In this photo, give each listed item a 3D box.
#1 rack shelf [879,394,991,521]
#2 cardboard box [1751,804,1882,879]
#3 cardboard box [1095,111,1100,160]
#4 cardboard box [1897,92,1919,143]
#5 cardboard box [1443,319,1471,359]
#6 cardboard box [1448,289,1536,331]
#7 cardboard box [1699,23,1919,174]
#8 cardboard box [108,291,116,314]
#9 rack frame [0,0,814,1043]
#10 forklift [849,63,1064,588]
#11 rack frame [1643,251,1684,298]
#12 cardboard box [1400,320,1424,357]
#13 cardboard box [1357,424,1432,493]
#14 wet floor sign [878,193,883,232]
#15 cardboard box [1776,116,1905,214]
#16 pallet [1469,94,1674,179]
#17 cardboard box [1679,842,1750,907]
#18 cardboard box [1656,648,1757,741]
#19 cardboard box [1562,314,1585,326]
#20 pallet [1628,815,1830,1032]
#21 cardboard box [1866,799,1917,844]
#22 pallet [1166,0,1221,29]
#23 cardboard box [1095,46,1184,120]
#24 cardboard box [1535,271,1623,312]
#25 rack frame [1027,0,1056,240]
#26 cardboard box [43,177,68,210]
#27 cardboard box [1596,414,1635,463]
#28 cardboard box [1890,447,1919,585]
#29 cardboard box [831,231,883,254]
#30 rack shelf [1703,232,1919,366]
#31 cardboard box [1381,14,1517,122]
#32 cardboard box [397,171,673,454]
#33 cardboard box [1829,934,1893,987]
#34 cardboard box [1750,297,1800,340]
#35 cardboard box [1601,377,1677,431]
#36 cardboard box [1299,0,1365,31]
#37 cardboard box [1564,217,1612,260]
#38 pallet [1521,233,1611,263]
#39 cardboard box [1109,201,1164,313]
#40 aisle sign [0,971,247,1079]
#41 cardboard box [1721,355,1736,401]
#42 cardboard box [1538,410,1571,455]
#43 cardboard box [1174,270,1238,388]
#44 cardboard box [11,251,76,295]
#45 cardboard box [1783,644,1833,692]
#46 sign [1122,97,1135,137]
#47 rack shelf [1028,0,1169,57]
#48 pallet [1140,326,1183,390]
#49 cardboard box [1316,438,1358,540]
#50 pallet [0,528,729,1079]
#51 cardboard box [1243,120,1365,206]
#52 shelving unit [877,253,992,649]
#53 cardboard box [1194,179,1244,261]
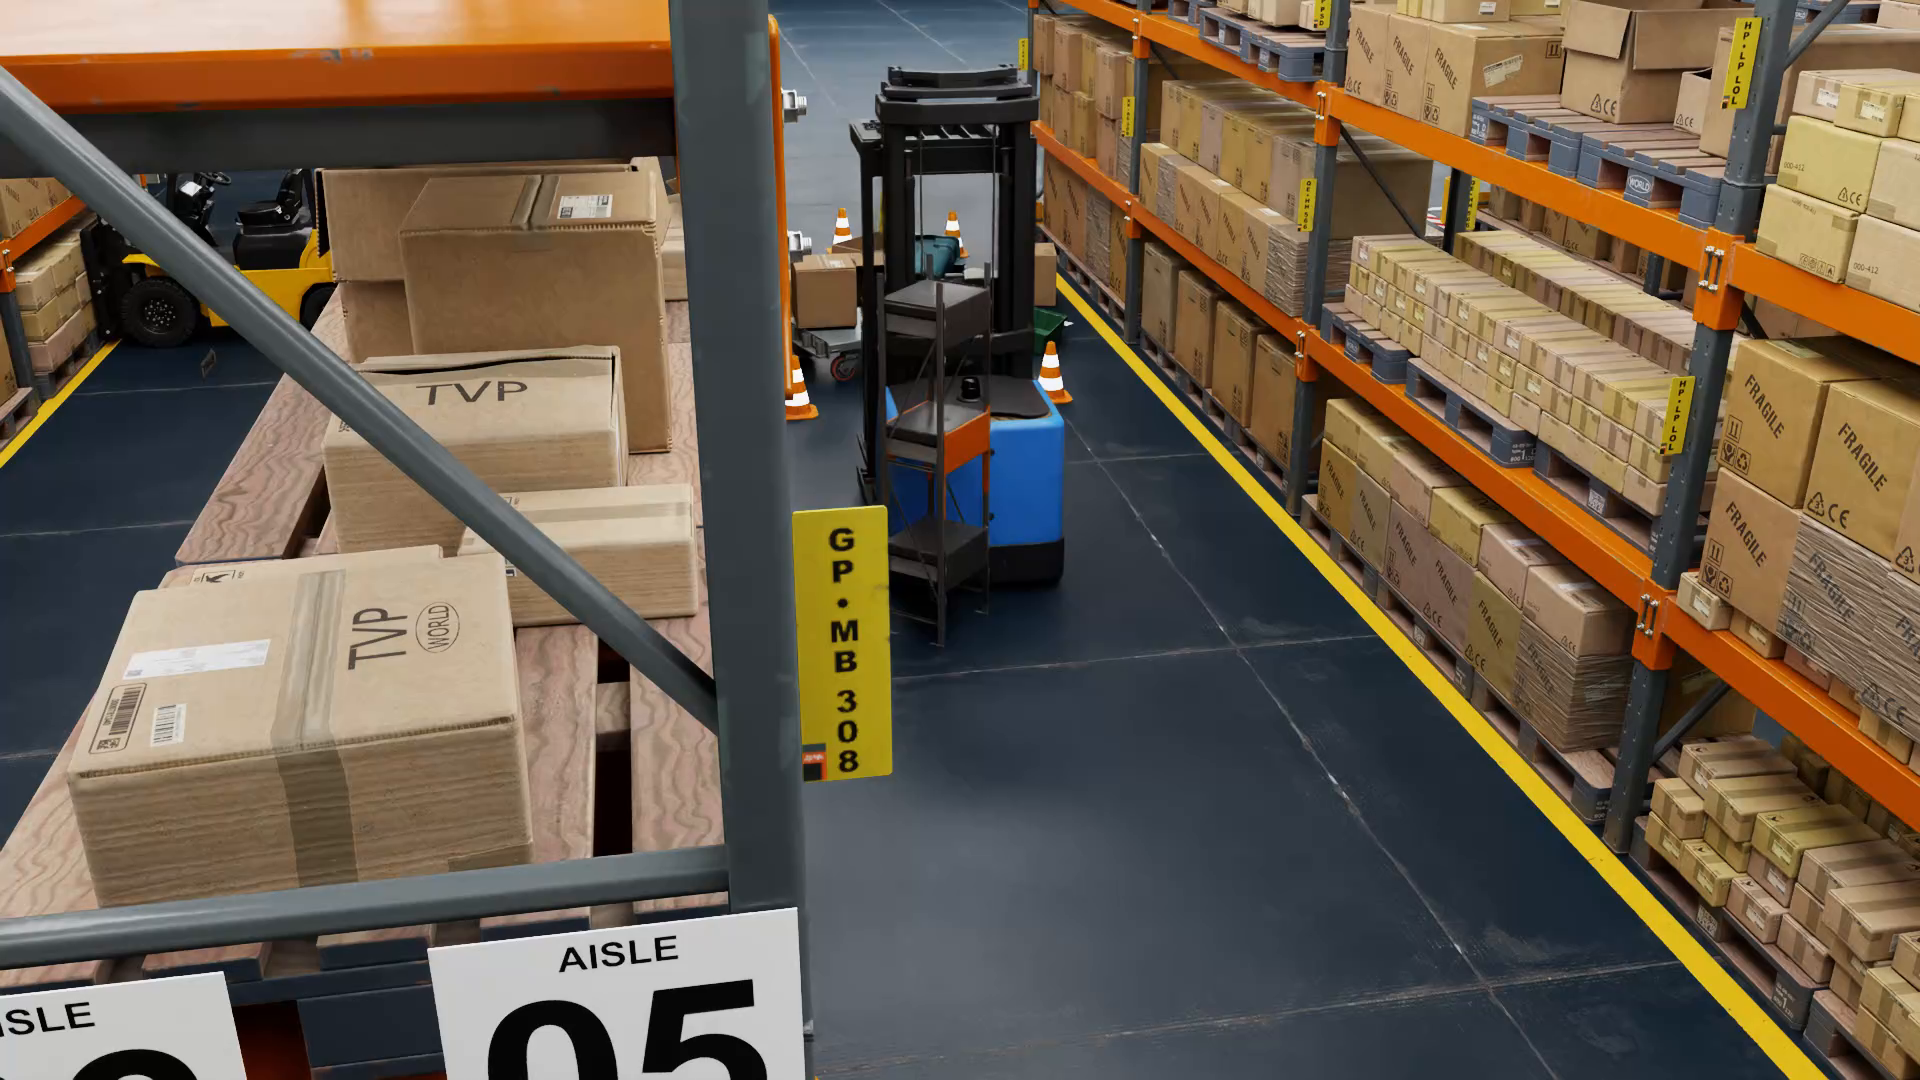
[{"bbox_3d":[-0.134,-0.465,9.226,0.431,0.518,0.480,14,27,28],"label":"rack shelf"},{"bbox_3d":[3.382,1.188,6.575,0.380,0.149,0.250,-5,24,-10],"label":"cardboard box"},{"bbox_3d":[1.767,-3.808,15.533,0.875,0.550,0.550,-4,24,-10],"label":"cardboard box"},{"bbox_3d":[3.370,-1.394,5.510,0.380,0.149,0.250,-5,24,-10],"label":"cardboard box"},{"bbox_3d":[2.826,-1.088,8.911,0.380,0.149,0.250,-5,24,-10],"label":"cardboard box"},{"bbox_3d":[2.834,-1.223,8.848,0.380,0.149,0.250,-4,24,-8],"label":"cardboard box"},{"bbox_3d":[3.472,-1.782,6.686,0.700,0.500,0.500,-4,24,-10],"label":"cardboard box"},{"bbox_3d":[-7.826,-2.132,14.794,0.500,0.250,0.500,-4,24,-8],"label":"cardboard box"},{"bbox_3d":[-0.672,-0.782,1.297,1.000,3.000,0.127,-4,24,-10],"label":"rack frame"},{"bbox_3d":[-0.110,-1.615,10.786,1.130,2.935,3.031,-4,24,-8],"label":"forklift"},{"bbox_3d":[6.848,-3.486,14.985,1.000,3.000,0.127,-4,24,-10],"label":"rack frame"},{"bbox_3d":[2.730,-1.154,9.435,0.380,0.149,0.250,-3,24,-7],"label":"cardboard box"},{"bbox_3d":[2.678,-0.488,9.780,0.500,0.250,0.500,-5,24,-10],"label":"cardboard box"},{"bbox_3d":[-0.736,-3.518,17.999,0.267,0.644,0.232,-9,25,-19],"label":"wet floor sign"},{"bbox_3d":[3.288,-1.340,5.886,0.500,0.250,0.500,-4,24,-8],"label":"cardboard box"},{"bbox_3d":[3.230,-1.959,7.975,1.213,0.211,1.003,-4,24,-10],"label":"pallet"},{"bbox_3d":[3.235,1.373,6.895,0.380,0.149,0.250,-4,24,-8],"label":"cardboard box"},{"bbox_3d":[3.558,0.630,8.157,0.500,0.500,0.500,-3,24,-8],"label":"cardboard box"},{"bbox_3d":[3.474,-1.131,9.010,0.380,0.149,0.250,-4,24,-8],"label":"cardboard box"},{"bbox_3d":[3.593,1.527,6.990,1.003,0.211,1.213,-4,24,-10],"label":"pallet"},{"bbox_3d":[3.895,1.145,6.675,0.380,0.149,0.250,-5,24,-10],"label":"cardboard box"},{"bbox_3d":[2.173,-4.089,12.856,0.805,0.209,1.217,-5,24,-12],"label":"pallet"},{"bbox_3d":[1.705,-4.078,14.803,0.875,0.550,0.550,-4,24,-10],"label":"cardboard box"},{"bbox_3d":[3.420,-1.375,9.196,0.380,0.149,0.250,-4,24,-10],"label":"cardboard box"},{"bbox_3d":[1.215,-4.732,17.838,1.000,3.000,0.127,-4,24,-10],"label":"rack frame"},{"bbox_3d":[-7.801,-3.026,13.807,0.500,0.500,0.500,-5,24,-10],"label":"cardboard box"},{"bbox_3d":[3.117,-0.471,7.499,0.380,0.149,0.250,-4,24,-9],"label":"cardboard box"},{"bbox_3d":[3.452,-0.054,5.380,0.500,0.500,0.500,-4,24,-9],"label":"cardboard box"},{"bbox_3d":[-0.818,-2.679,16.255,0.637,0.503,0.797,18,29,36],"label":"cardboard box"},{"bbox_3d":[3.804,-0.271,4.773,1.077,0.370,4.000,-4,24,-10],"label":"rack shelf"},{"bbox_3d":[2.638,-2.566,9.004,0.500,0.500,0.500,-4,24,-10],"label":"cardboard box"},{"bbox_3d":[-0.897,-0.496,3.615,0.500,0.500,0.500,-4,24,-9],"label":"cardboard box"},{"bbox_3d":[3.477,1.534,6.155,0.380,0.149,0.250,-3,24,-7],"label":"cardboard box"},{"bbox_3d":[7.114,-1.890,13.904,0.700,0.500,0.500,-6,24,-14],"label":"cardboard box"},{"bbox_3d":[3.118,-0.611,7.448,0.380,0.149,0.250,-5,24,-11],"label":"cardboard box"},{"bbox_3d":[2.368,-3.311,10.477,0.380,0.166,0.250,-4,24,-10],"label":"cardboard box"},{"bbox_3d":[6.508,-3.157,16.828,0.500,0.500,0.500,-6,24,-14],"label":"cardboard box"},{"bbox_3d":[6.460,-2.951,17.243,1.003,0.211,1.213,-4,24,-10],"label":"pallet"},{"bbox_3d":[1.908,-2.630,15.155,0.875,0.875,0.875,-4,24,-9],"label":"cardboard box"},{"bbox_3d":[-0.963,0.827,1.860,0.394,0.787,0.004,-4,24,-10],"label":"aisle sign"},{"bbox_3d":[3.711,-0.761,7.792,0.380,0.149,0.250,-4,24,-9],"label":"cardboard box"},{"bbox_3d":[3.028,-0.530,8.005,0.380,0.149,0.250,-6,24,-12],"label":"cardboard box"},{"bbox_3d":[2.333,-1.703,13.188,1.050,0.750,0.750,-4,24,-10],"label":"cardboard box"},{"bbox_3d":[-7.634,-2.190,13.678,0.500,0.250,0.500,-4,24,-10],"label":"cardboard box"},{"bbox_3d":[3.387,0.436,6.319,0.380,0.149,0.250,-5,24,-12],"label":"cardboard box"},{"bbox_3d":[1.410,-3.550,13.951,0.100,0.325,0.005,-4,24,-10],"label":"sign"},{"bbox_3d":[1.585,-4.991,15.580,1.077,0.370,4.000,-4,24,-10],"label":"rack shelf"},{"bbox_3d":[2.172,-1.583,14.111,1.003,0.211,1.213,-4,24,-10],"label":"pallet"},{"bbox_3d":[2.575,-0.335,10.369,0.500,0.500,0.500,-5,24,-12],"label":"cardboard box"},{"bbox_3d":[-0.819,0.342,2.582,1.003,0.211,1.213,-4,24,-10],"label":"pallet"},{"bbox_3d":[2.430,-2.667,11.736,0.700,0.500,0.500,-5,24,-11],"label":"cardboard box"},{"bbox_3d":[-0.134,-0.478,9.221,0.431,2.100,0.503,14,27,28],"label":"shelving unit"},{"bbox_3d":[2.065,-2.383,12.333,0.500,0.500,0.500,-4,24,-9],"label":"cardboard box"}]
